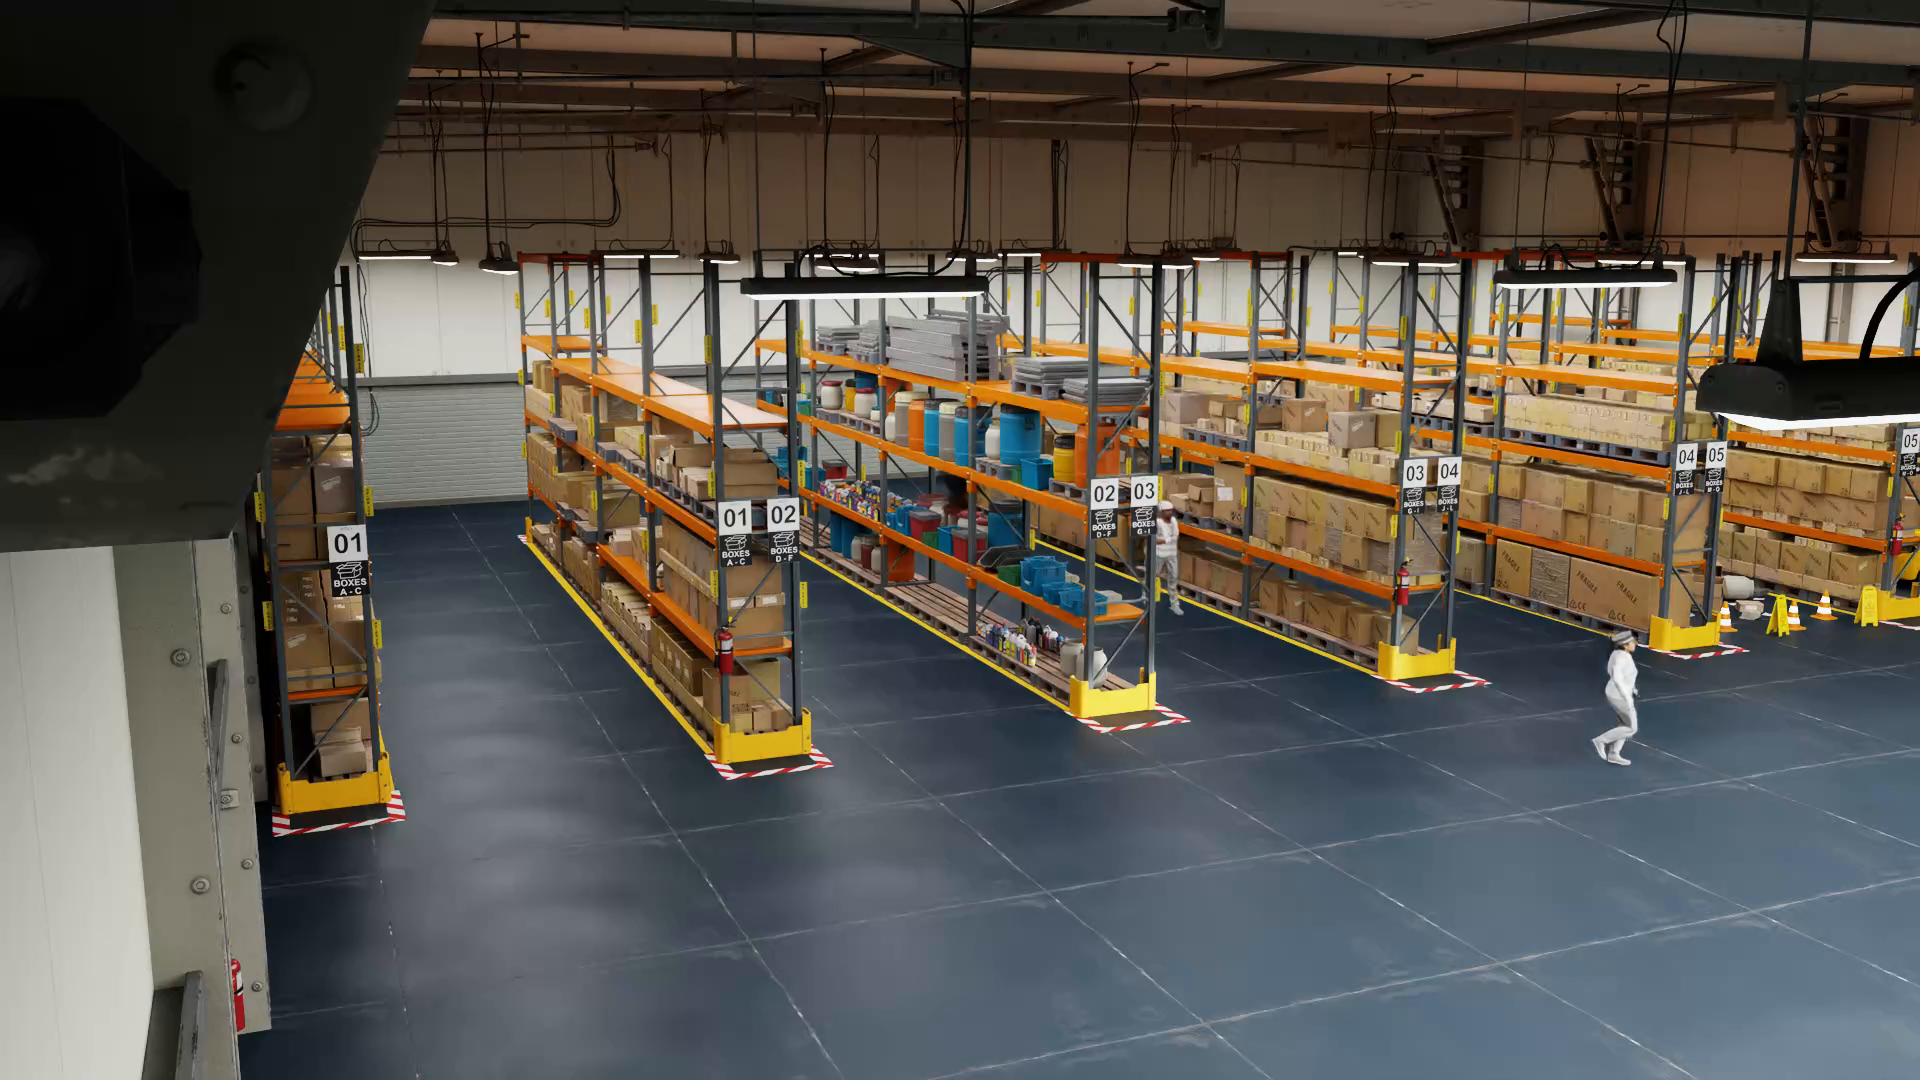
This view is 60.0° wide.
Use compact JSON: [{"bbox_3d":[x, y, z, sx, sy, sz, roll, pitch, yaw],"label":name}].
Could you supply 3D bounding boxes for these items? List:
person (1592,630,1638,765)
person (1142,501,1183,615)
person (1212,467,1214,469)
[{"bbox_3d":[7.942,1.897,20.109,0.547,1.669,0.638,2,10,8],"label":"person"},{"bbox_3d":[3.296,0.272,26.837,0.678,1.821,0.899,-7,12,-32],"label":"person"},{"bbox_3d":[6.669,-2.234,42.382,0.607,1.749,0.637,-4,11,-21],"label":"person"}]
